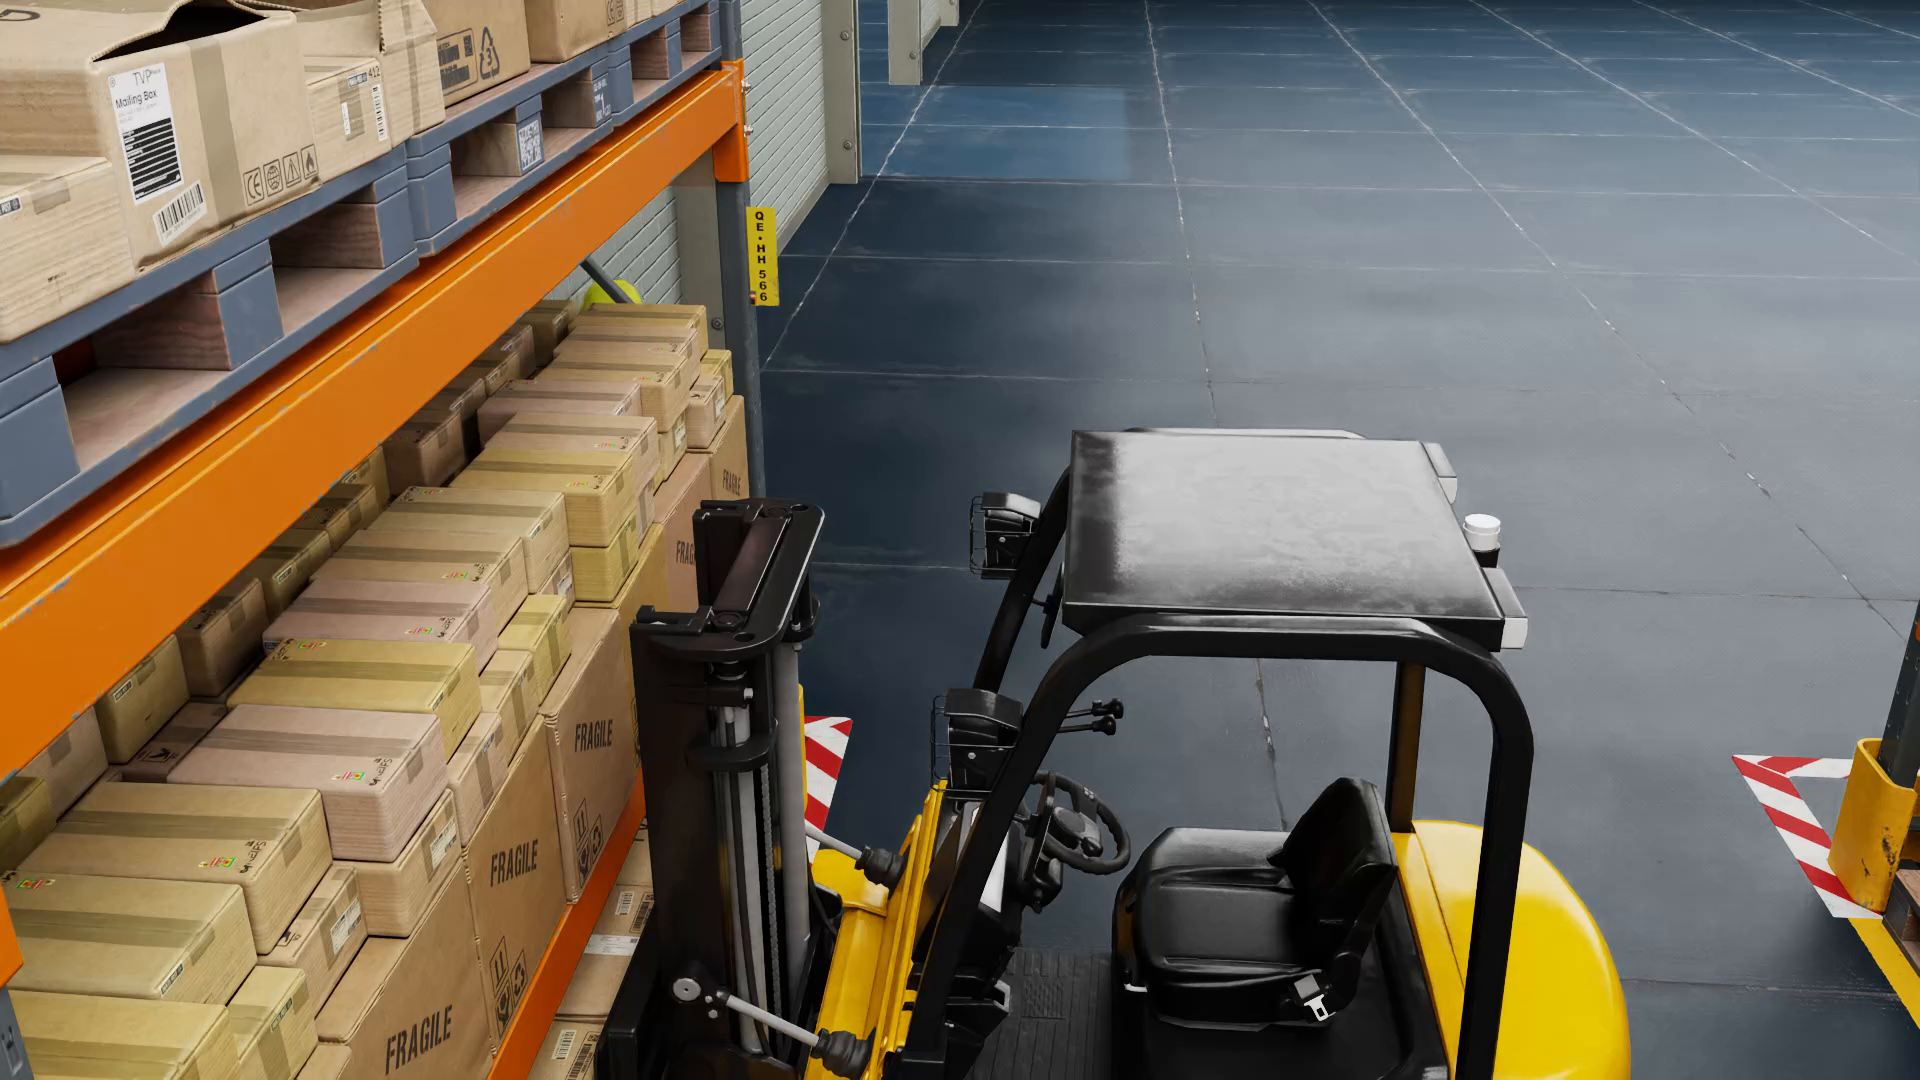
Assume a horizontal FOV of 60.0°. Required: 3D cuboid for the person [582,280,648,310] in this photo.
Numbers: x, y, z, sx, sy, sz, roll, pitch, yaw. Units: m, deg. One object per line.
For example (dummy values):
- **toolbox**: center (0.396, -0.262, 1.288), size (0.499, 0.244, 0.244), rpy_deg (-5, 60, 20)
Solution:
- **person**: center (-1.417, -0.249, 7.083), size (0.647, 1.766, 0.607), rpy_deg (9, 26, 19)
